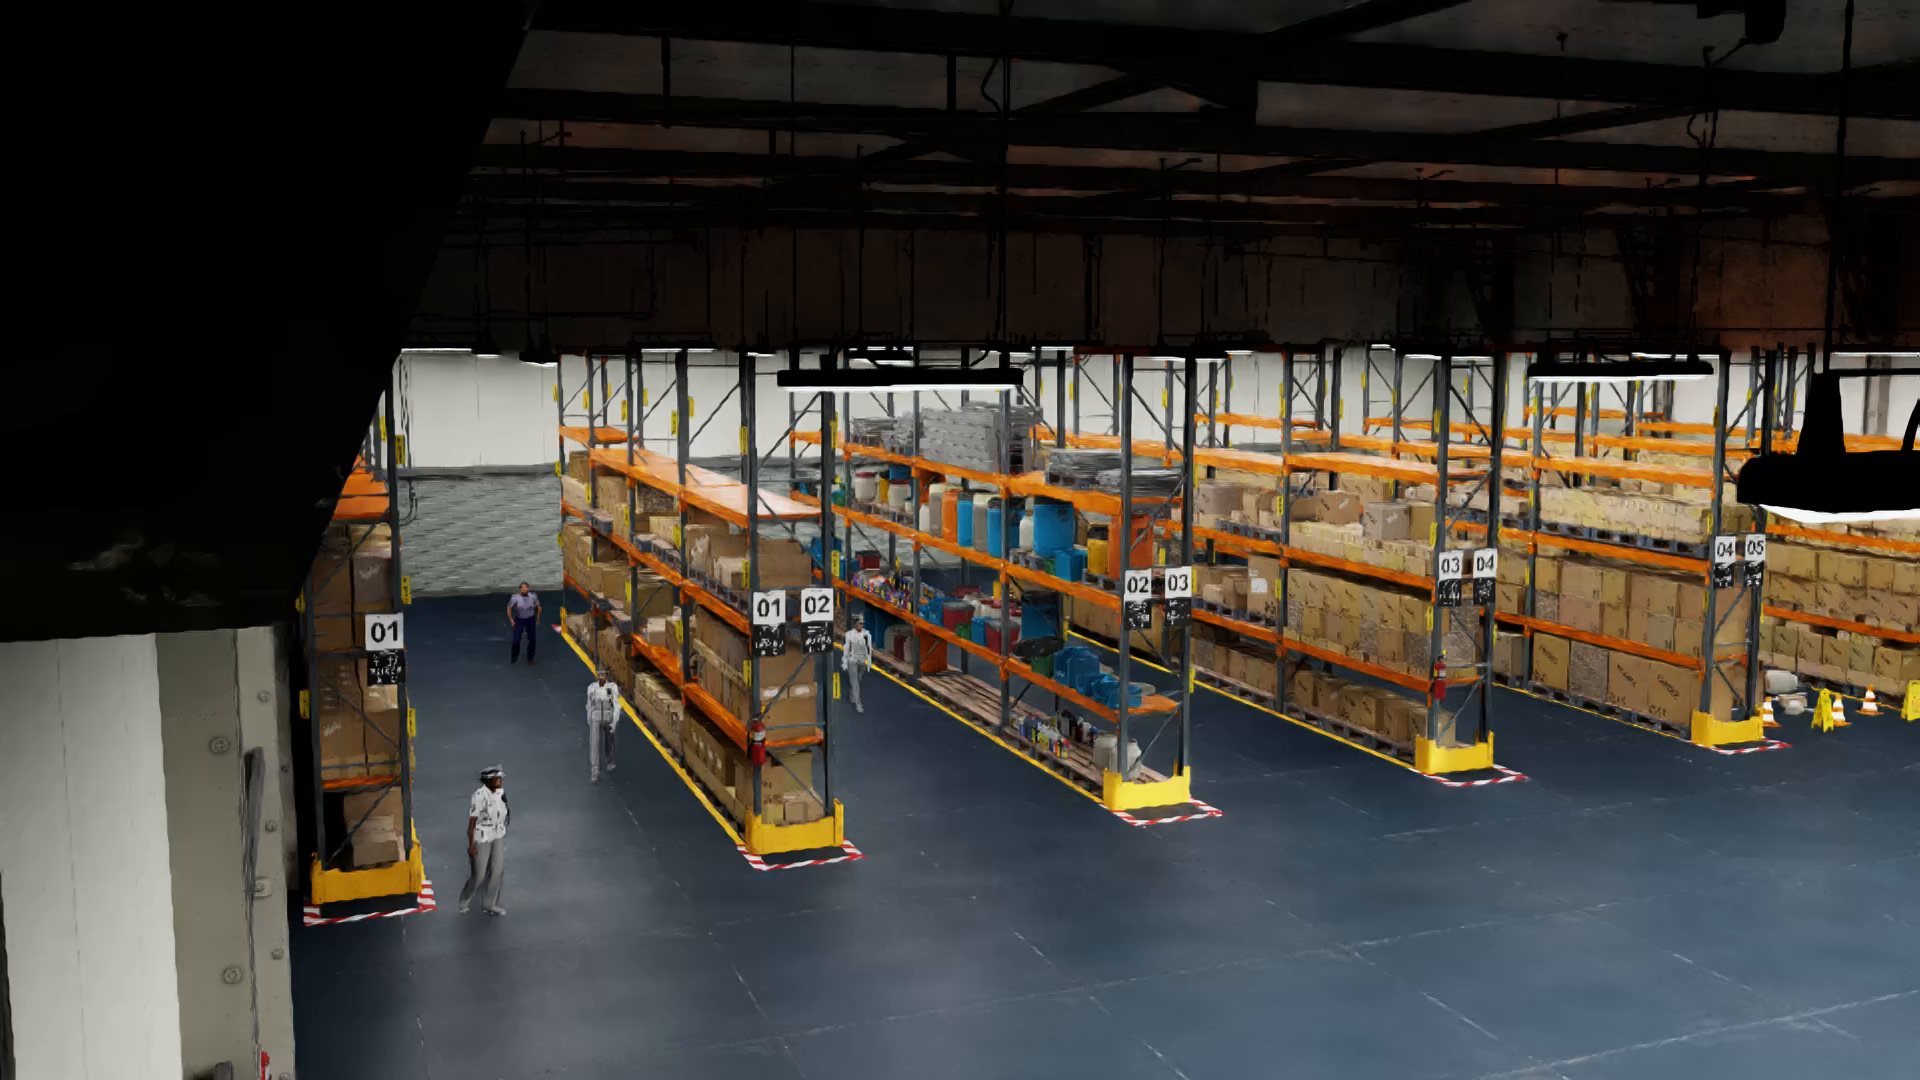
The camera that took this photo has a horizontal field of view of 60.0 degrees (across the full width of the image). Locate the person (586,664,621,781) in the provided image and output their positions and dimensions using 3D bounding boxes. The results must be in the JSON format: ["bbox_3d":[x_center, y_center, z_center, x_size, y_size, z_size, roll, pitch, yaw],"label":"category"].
[{"bbox_3d":[-5.028,2.533,23.478,0.484,1.620,0.966,-1,7,-11],"label":"person"}]

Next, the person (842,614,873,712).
[{"bbox_3d":[-1.684,2.011,27.720,0.488,1.587,1.079,-3,8,-24],"label":"person"}]

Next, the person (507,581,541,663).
[{"bbox_3d":[-8.257,1.553,31.502,0.625,1.596,0.517,-3,8,-23],"label":"person"}]

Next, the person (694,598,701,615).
[{"bbox_3d":[-5.002,1.373,32.440,0.359,1.679,0.529,-5,9,-35],"label":"person"}]

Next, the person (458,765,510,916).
[{"bbox_3d":[-5.178,3.235,17.995,0.542,1.663,0.514,5,9,32],"label":"person"}]
